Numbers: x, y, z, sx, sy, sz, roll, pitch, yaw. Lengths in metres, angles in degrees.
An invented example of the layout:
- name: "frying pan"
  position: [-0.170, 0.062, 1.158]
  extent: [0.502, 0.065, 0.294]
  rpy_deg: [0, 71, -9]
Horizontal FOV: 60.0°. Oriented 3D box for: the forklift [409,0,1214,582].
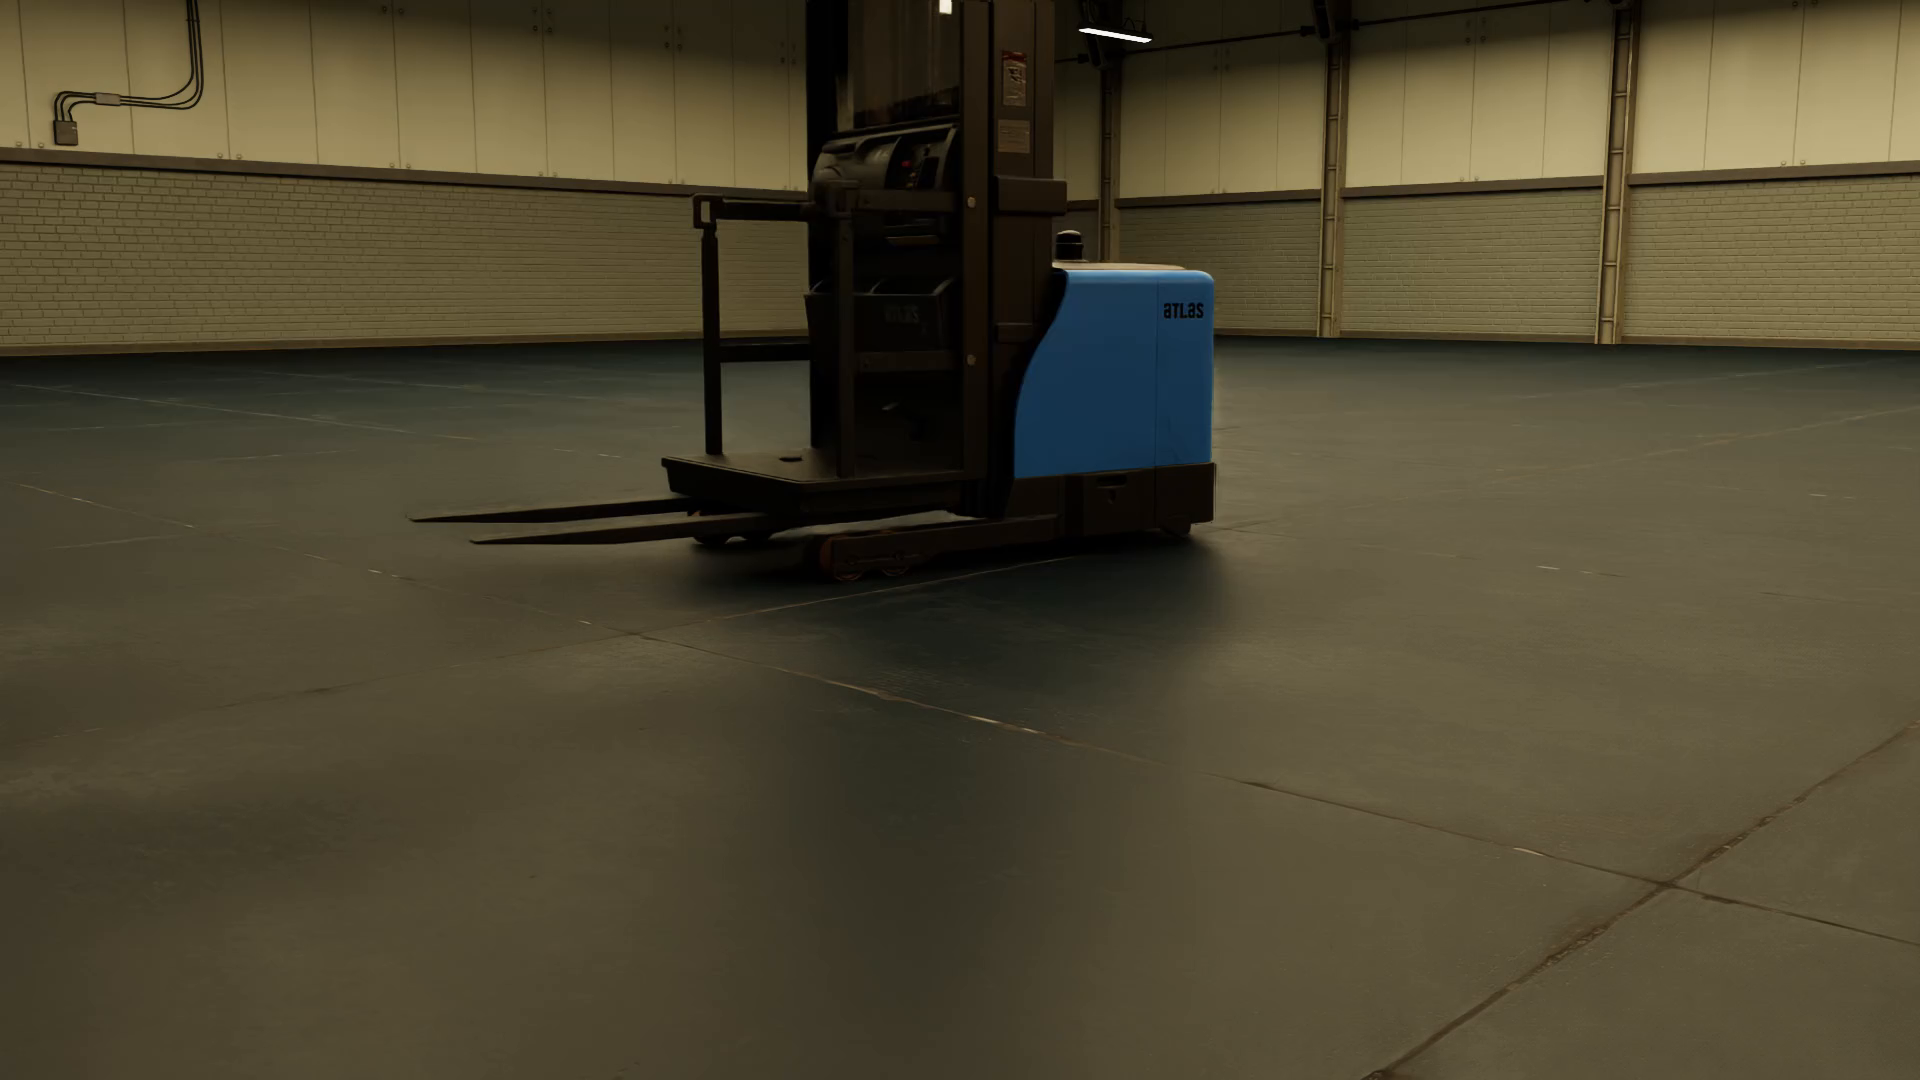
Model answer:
- name: "forklift"
  position: [-0.465, -1.392, 6.119]
  extent: [3.031, 2.935, 1.130]
  rpy_deg: [-6, 10, -35]
